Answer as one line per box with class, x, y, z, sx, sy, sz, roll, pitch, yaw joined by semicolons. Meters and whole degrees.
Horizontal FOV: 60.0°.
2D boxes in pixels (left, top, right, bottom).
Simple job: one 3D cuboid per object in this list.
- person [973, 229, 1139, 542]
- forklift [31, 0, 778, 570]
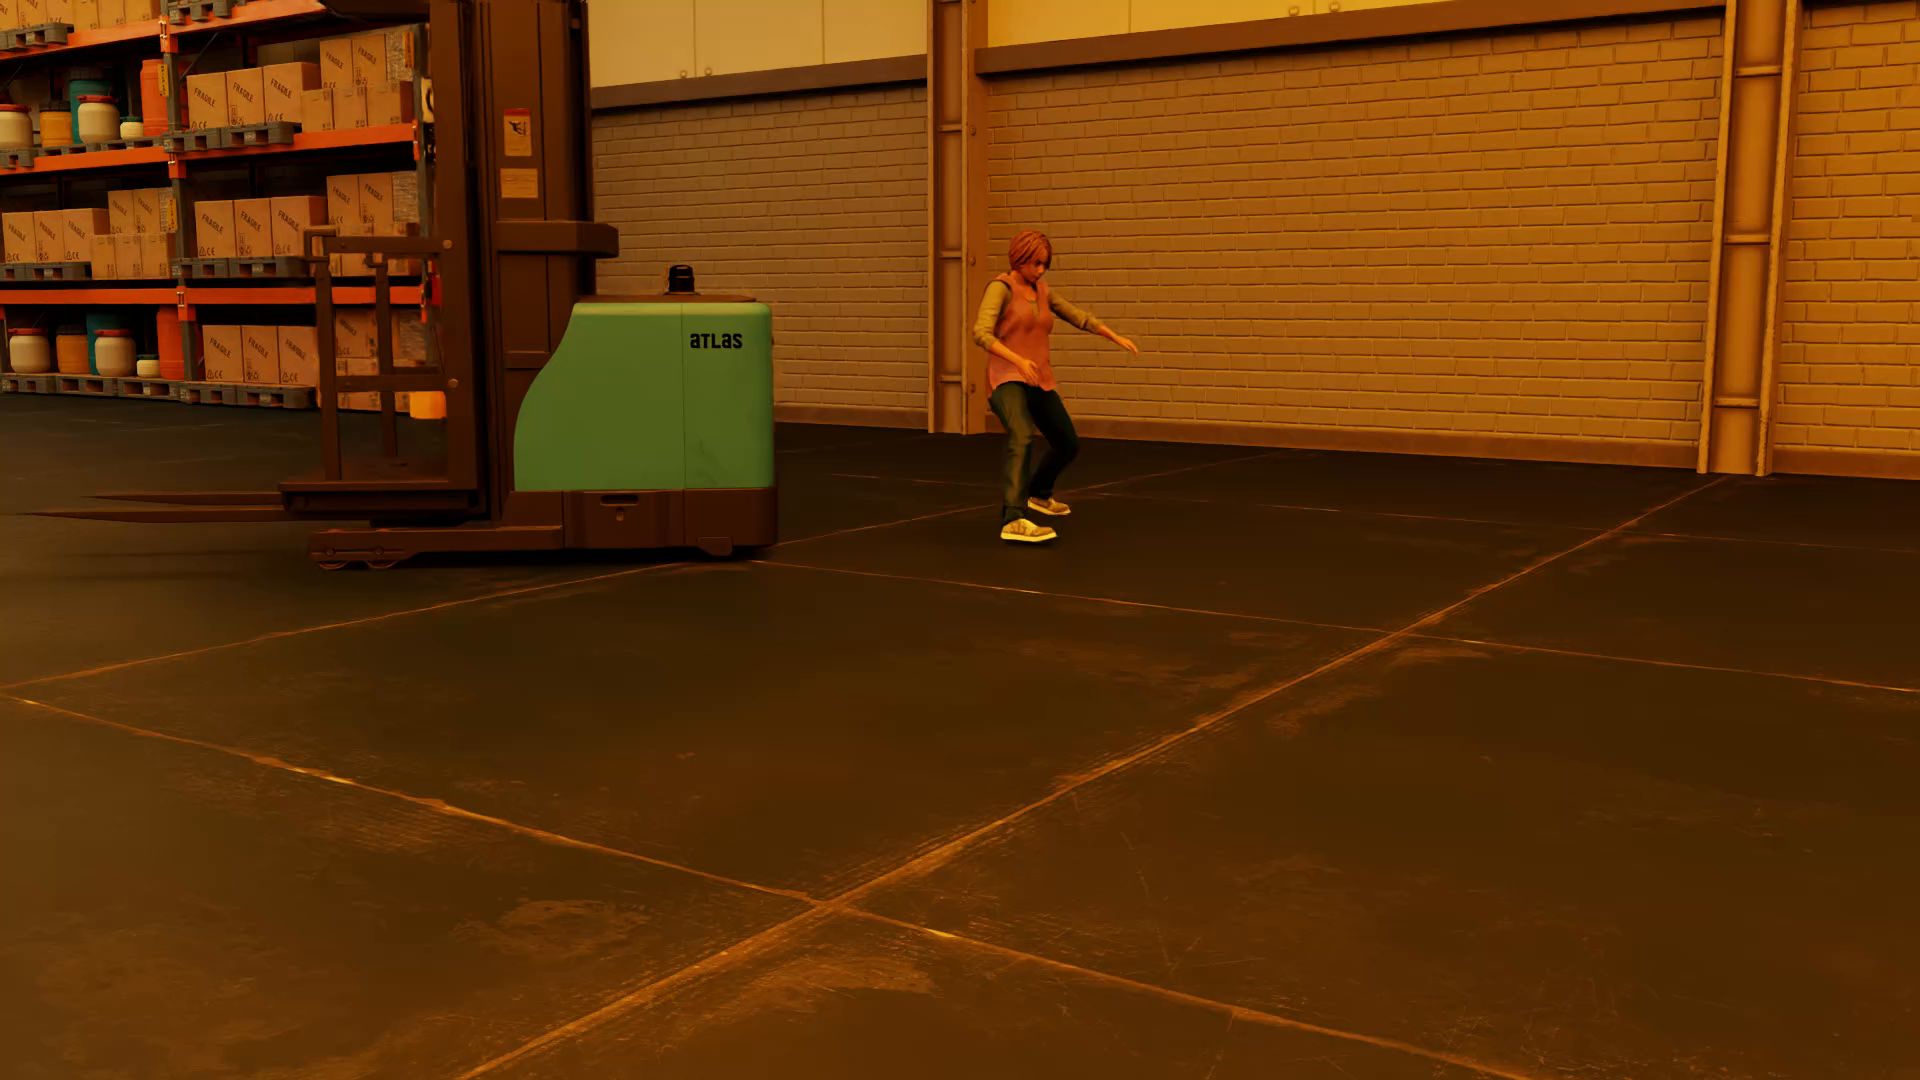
person;0.404;-0.742;7.903;1.010;1.412;0.892;-8;11;-43
forklift;-2.325;-1.408;7.096;3.031;2.935;1.130;-1;8;-6
